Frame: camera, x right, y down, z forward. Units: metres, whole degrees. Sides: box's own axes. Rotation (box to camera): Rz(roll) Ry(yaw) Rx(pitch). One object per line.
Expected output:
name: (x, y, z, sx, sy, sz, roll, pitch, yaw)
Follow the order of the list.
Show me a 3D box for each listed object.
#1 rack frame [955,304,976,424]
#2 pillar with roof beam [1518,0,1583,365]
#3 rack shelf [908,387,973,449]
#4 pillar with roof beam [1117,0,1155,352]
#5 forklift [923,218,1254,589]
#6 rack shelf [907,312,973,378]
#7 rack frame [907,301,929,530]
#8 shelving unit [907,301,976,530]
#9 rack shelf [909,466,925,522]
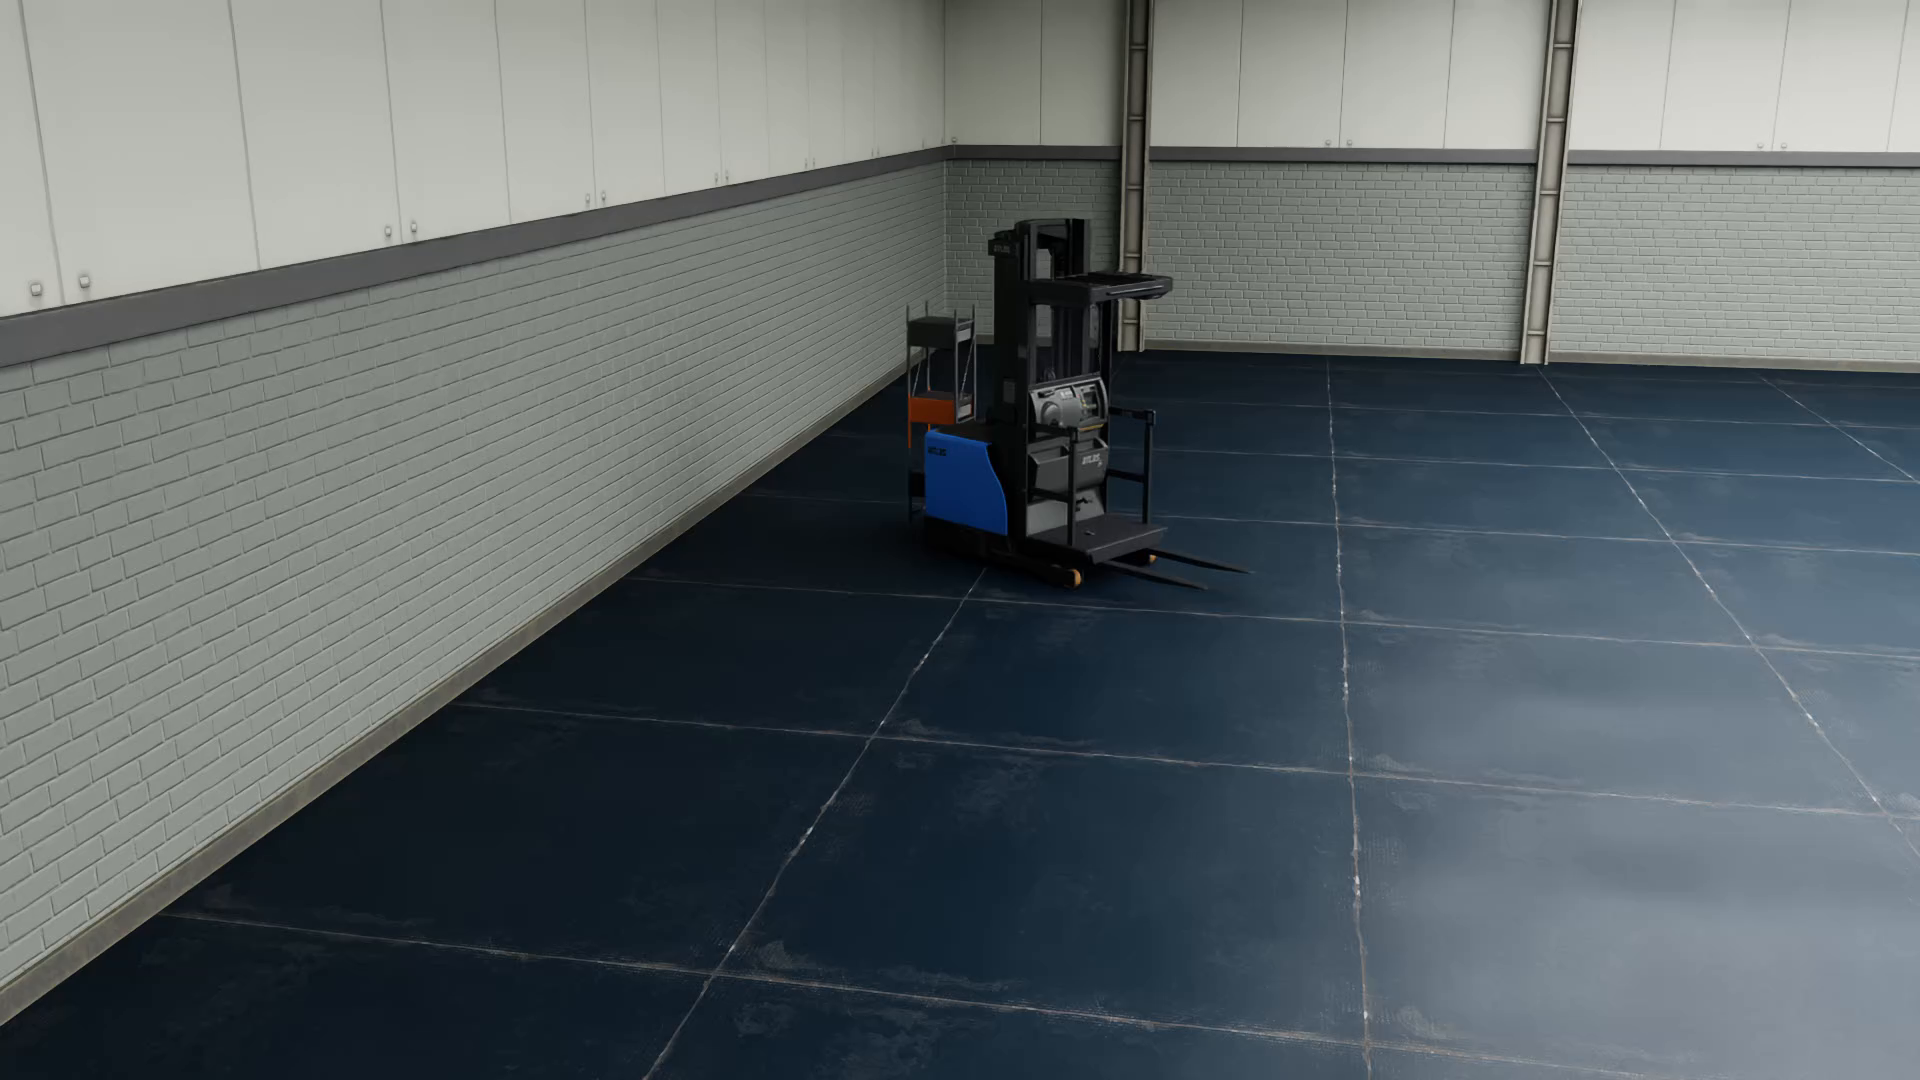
rack frame: (0.048, -1.095, 15.268, 0.015, 2.100, 0.400, 8, 17, 26)
pillar with roof beam: (7.688, -5.859, 19.546, 0.400, 9.000, 9.100, 3, 16, 11)
rack shelf: (-0.169, -1.111, 15.379, 0.480, 0.518, 0.431, 8, 17, 26)
pillar with roof beam: (1.808, -6.179, 20.698, 0.400, 9.000, 9.100, 3, 16, 11)
forklift: (1.075, -1.163, 13.960, 3.031, 2.935, 1.130, 15, 21, 43)
rack shelf: (-0.169, -1.786, 15.192, 0.480, 0.518, 0.431, 8, 17, 26)
rack frame: (-0.386, -1.154, 15.482, 0.015, 2.100, 0.400, 8, 17, 26)
shelving unit: (-0.169, -1.124, 15.375, 0.503, 2.100, 0.431, 8, 17, 26)
rack shelf: (-0.169, -0.436, 15.566, 0.480, 0.518, 0.431, 8, 17, 26)
